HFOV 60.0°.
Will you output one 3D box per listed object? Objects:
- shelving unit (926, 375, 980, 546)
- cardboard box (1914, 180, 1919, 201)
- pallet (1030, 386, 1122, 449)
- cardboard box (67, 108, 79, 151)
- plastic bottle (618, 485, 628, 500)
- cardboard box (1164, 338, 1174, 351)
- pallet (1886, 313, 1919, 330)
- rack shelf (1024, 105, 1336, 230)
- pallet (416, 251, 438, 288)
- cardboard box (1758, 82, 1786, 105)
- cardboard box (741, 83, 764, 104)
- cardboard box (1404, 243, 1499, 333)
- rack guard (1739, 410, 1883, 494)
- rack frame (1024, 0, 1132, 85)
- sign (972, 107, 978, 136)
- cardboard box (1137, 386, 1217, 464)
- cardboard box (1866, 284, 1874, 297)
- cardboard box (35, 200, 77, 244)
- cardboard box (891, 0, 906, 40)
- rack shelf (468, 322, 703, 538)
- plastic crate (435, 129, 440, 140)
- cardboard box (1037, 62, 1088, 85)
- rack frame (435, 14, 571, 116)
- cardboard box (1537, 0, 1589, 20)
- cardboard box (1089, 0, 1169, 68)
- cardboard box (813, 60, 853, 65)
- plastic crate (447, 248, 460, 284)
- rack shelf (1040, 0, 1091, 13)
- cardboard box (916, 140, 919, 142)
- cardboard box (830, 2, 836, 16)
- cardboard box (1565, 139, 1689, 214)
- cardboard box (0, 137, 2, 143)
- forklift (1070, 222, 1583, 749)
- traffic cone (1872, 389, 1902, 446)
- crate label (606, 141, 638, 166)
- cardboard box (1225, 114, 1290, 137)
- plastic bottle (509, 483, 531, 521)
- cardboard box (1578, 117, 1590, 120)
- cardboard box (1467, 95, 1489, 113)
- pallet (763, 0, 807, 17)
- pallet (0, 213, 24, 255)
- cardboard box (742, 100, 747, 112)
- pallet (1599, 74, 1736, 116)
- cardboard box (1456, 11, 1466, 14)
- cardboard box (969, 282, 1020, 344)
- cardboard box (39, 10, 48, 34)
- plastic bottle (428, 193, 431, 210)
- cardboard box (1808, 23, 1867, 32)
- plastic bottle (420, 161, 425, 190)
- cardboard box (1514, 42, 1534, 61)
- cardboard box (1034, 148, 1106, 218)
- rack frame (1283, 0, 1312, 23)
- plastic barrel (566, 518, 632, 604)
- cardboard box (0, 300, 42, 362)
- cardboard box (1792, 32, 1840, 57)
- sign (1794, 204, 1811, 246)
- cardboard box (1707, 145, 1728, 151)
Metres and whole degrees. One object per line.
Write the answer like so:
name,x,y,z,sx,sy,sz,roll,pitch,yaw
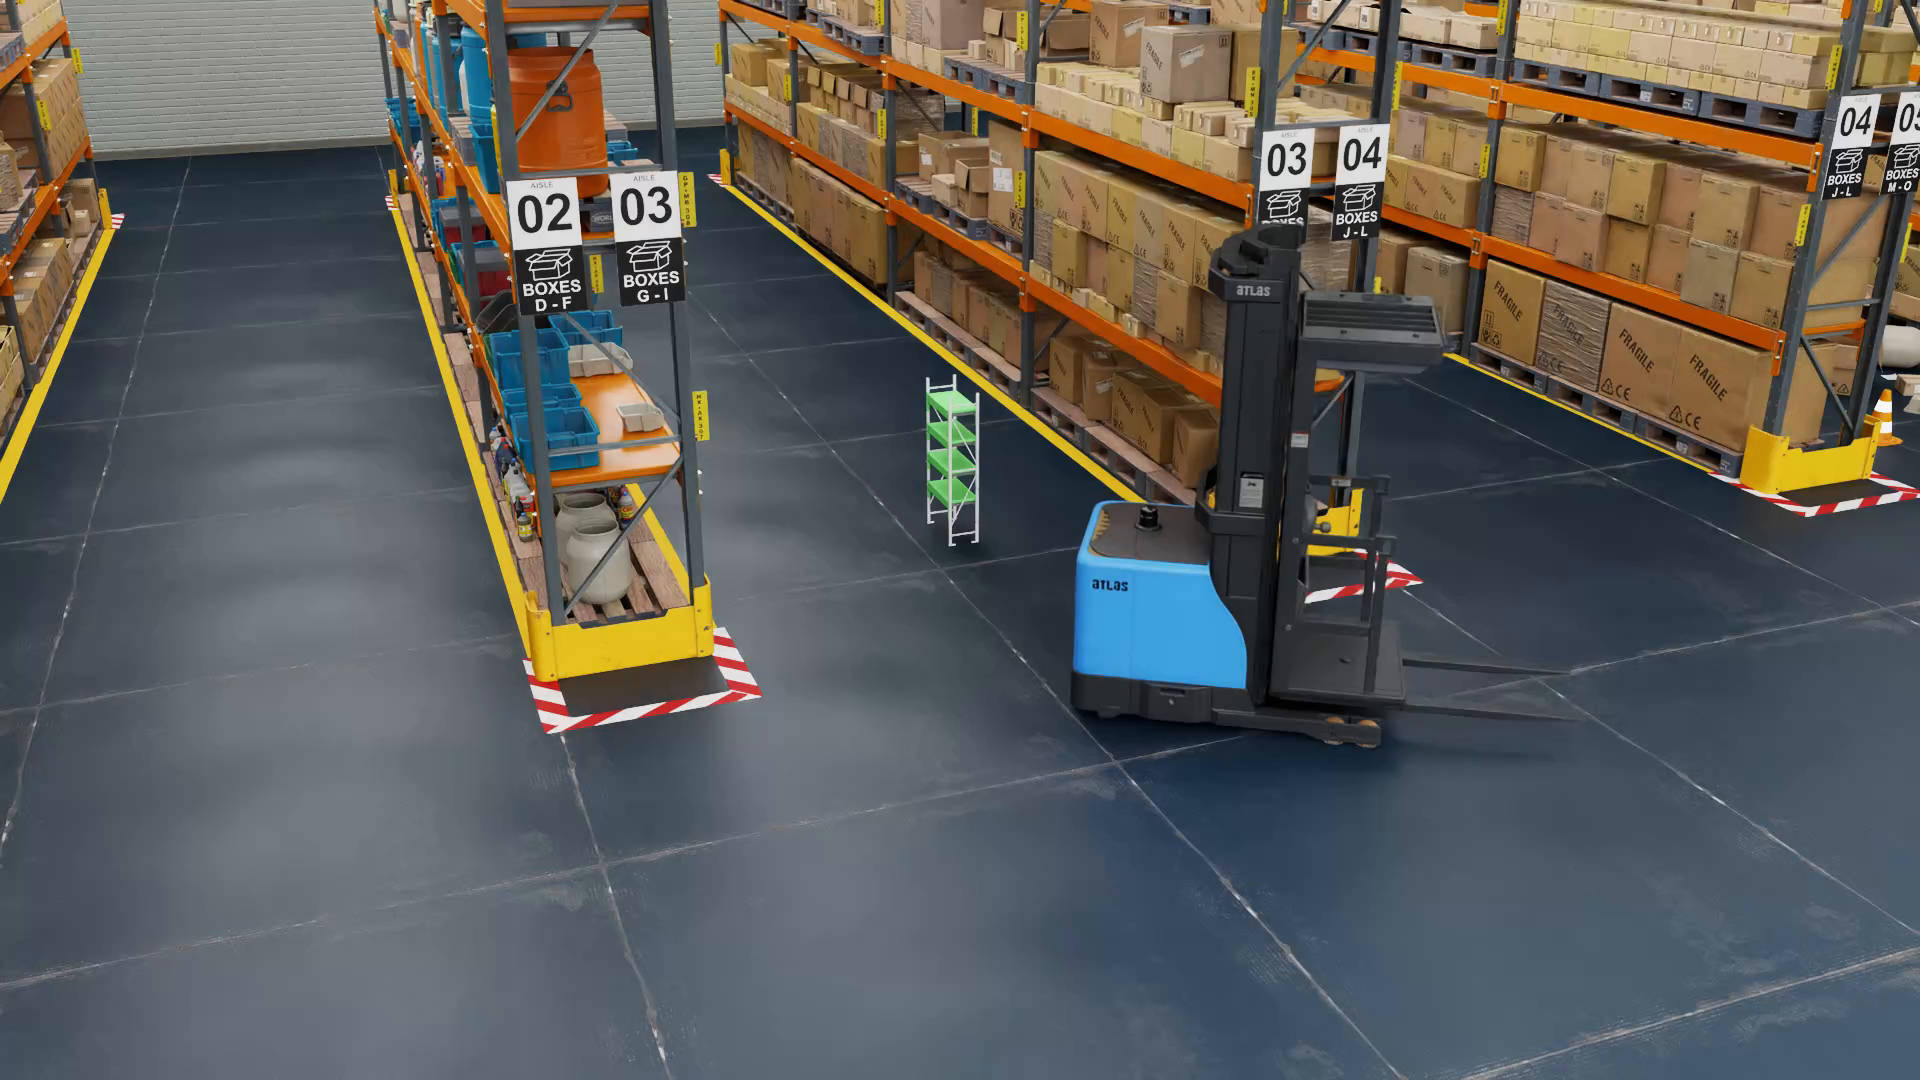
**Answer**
shelving unit,-0.058,-0.613,12.783,0.258,1.200,0.503,-8,24,-19
cardboard box,10.427,-3.881,17.707,0.500,0.500,0.500,-8,24,-19
pallet,1.333,-1.191,15.428,1.003,0.211,1.213,-8,24,-19
cardboard box,-11.675,-5.268,21.382,0.500,0.500,0.500,-8,24,-19
plastic bottle,-2.570,-0.320,12.701,0.061,0.283,0.133,-8,24,-18
cardboard box,1.834,-1.585,13.097,0.380,0.149,0.250,-8,24,-19
pallet,10.604,-2.551,18.654,1.003,0.211,1.213,-8,24,-19
rack shelf,1.769,-3.039,13.287,1.077,0.370,4.000,-8,24,-19
pallet,-6.164,-3.371,20.601,1.003,0.211,1.213,-8,24,-19
cardboard box,6.628,-3.578,13.292,0.380,0.149,0.250,-8,24,-19
cardboard box,-2.896,-6.561,24.388,0.500,0.250,0.500,-9,25,-21
cardboard box,5.435,-2.729,17.842,1.050,0.750,0.750,-8,24,-19
rack guard,7.160,-0.745,13.998,1.175,0.500,0.348,-8,24,-19
rack frame,1.062,-5.480,14.288,1.000,3.000,0.127,-8,24,-19
sign,0.154,-4.744,18.877,0.100,0.325,0.005,-8,24,-19
cardboard box,1.824,-0.975,14.003,0.500,0.500,0.500,-6,24,-14
cardboard box,10.289,-2.750,18.536,0.500,0.250,0.500,-10,25,-21
cardboard box,-11.701,-3.998,21.146,0.797,0.503,0.637,-8,24,-19
cardboard box,-0.425,-5.621,17.714,0.500,0.500,0.500,-8,24,-18
rack shelf,-2.865,-0.977,12.257,1.077,0.370,4.000,-8,24,-19
plastic crate,-6.765,-5.496,22.126,0.437,0.282,0.530,-8,24,-19
cardboard box,0.889,-4.052,14.442,0.380,0.149,0.250,-9,24,-21
rack frame,-3.571,-4.800,12.676,1.000,3.000,0.127,-8,24,-19
cardboard box,5.640,-4.961,15.547,0.380,0.149,0.250,-9,24,-19
cardboard box,1.460,-4.382,14.392,0.500,0.500,0.500,-9,25,-21
cardboard box,-1.694,-6.245,22.672,0.500,0.500,0.500,-8,24,-19
plastic crate,-4.451,-2.532,15.292,0.450,0.188,0.662,-8,24,-19
rack shelf,2.205,-8.043,25.159,1.077,0.370,4.000,-8,24,-19
cardboard box,-0.268,-4.429,19.390,0.500,0.500,0.500,-8,24,-17
cardboard box,-1.378,-6.520,20.402,0.380,0.149,0.250,-9,25,-21
cardboard box,6.202,-3.388,15.466,0.875,0.550,0.550,-8,24,-19
cardboard box,-10.772,-4.060,17.974,0.700,0.500,0.500,-5,23,-11
forklift,2.253,-0.332,9.887,3.031,2.935,1.130,4,23,10
traffic cone,8.292,-1.124,14.946,0.336,0.463,0.334,-8,24,-19
crate label,-2.510,-2.621,11.560,0.502,0.251,0.408,-8,24,-19
cardboard box,2.103,-2.927,11.775,0.380,0.149,0.250,-9,25,-21
plastic bottle,-3.330,-0.283,12.623,0.152,0.276,0.135,-9,24,-20
cardboard box,8.511,-5.831,22.395,0.500,0.250,0.500,-8,24,-19
cardboard box,7.766,-6.340,24.248,0.500,0.250,0.500,-9,24,-19
pallet,-2.043,-7.262,22.494,1.003,0.211,1.213,-8,24,-19
pallet,-9.925,-2.959,16.279,1.213,0.211,1.003,-8,24,-19
cardboard box,-2.995,-6.412,24.549,0.380,0.149,0.250,-9,24,-20
pallet,6.445,-3.959,14.657,1.003,0.211,1.213,-8,24,-19
cardboard box,5.275,-5.628,18.006,0.396,0.266,0.258,-8,24,-19
cardboard box,0.517,-2.371,17.289,0.700,0.500,0.500,-11,25,-24
cardboard box,-11.501,-6.333,20.369,0.500,0.250,0.500,-8,24,-19
plastic bottle,-5.700,-3.717,17.997,0.097,0.271,0.097,0,23,0
cardboard box,7.153,-4.128,13.571,0.380,0.149,0.250,-9,24,-20
plastic bottle,-6.060,-4.149,18.919,0.144,0.351,0.185,-8,24,-19
cardboard box,5.549,-4.686,15.922,0.380,0.149,0.250,-9,24,-20
cardboard box,0.983,-3.161,14.711,0.500,0.500,0.500,-8,24,-19
rack frame,4.325,-7.577,19.264,1.000,3.000,0.127,-8,24,-19
plastic barrel,-2.462,0.142,11.337,0.421,0.512,0.421,0,23,0
cardboard box,-9.513,-2.066,16.566,0.500,0.500,0.500,-7,24,-17
cardboard box,6.715,-3.855,12.923,0.380,0.149,0.250,-8,24,-18
sign,6.639,-2.479,13.097,0.100,0.325,0.005,-8,24,-19
cardboard box,9.387,-4.869,20.345,0.380,0.149,0.250,-8,24,-17
